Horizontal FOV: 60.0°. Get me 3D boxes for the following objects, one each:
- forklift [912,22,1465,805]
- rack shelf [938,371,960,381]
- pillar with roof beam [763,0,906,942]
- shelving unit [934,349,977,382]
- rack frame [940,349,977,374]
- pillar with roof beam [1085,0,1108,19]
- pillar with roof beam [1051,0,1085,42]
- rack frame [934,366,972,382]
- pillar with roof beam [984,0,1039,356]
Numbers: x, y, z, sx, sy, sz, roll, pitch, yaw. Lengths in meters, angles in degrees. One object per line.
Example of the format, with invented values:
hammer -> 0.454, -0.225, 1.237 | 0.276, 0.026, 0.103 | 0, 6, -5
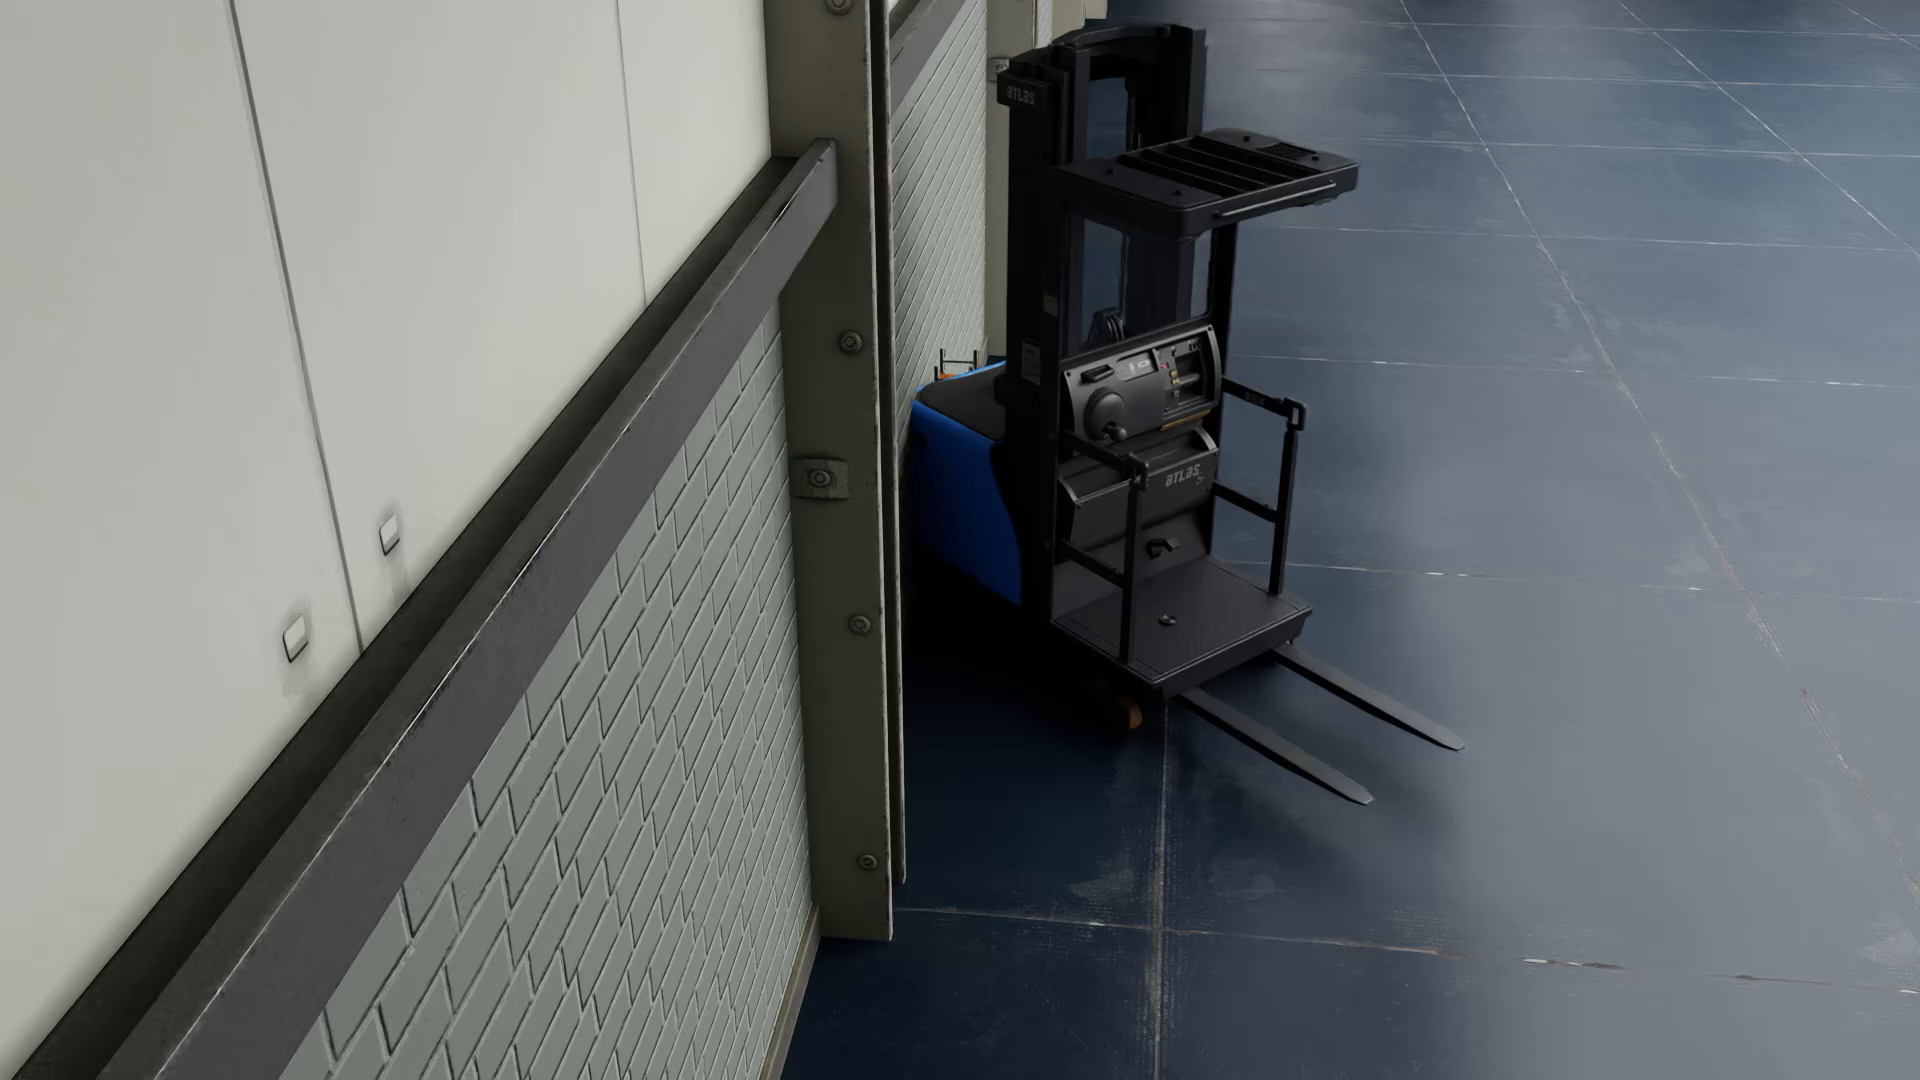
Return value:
forklift -> 0.970, -0.675, 7.414 | 1.130, 2.935, 3.031 | -21, 35, -33
rack shelf -> -0.018, -0.744, 8.944 | 0.215, 0.259, 0.240 | 2, 28, 6
pillar with roof beam -> 3.876, -2.271, 3.977 | 9.100, 9.000, 0.400 | 3, 28, 6
shelving unit -> -0.014, -0.503, 9.073 | 0.215, 1.050, 0.252 | 2, 28, 6
rack frame -> -0.001, -0.561, 9.180 | 0.200, 1.050, 0.008 | 2, 28, 6
pillar with roof beam -> 6.082, -10.744, 19.704 | 9.100, 9.000, 0.400 | 3, 28, 6
pillar with roof beam -> 5.347, -7.919, 14.462 | 9.100, 9.000, 0.400 | 3, 28, 6
rack frame -> -0.026, -0.446, 8.967 | 0.200, 1.050, 0.008 | 2, 28, 6
pillar with roof beam -> 4.612, -5.095, 9.219 | 9.100, 9.000, 0.400 | 3, 28, 6
